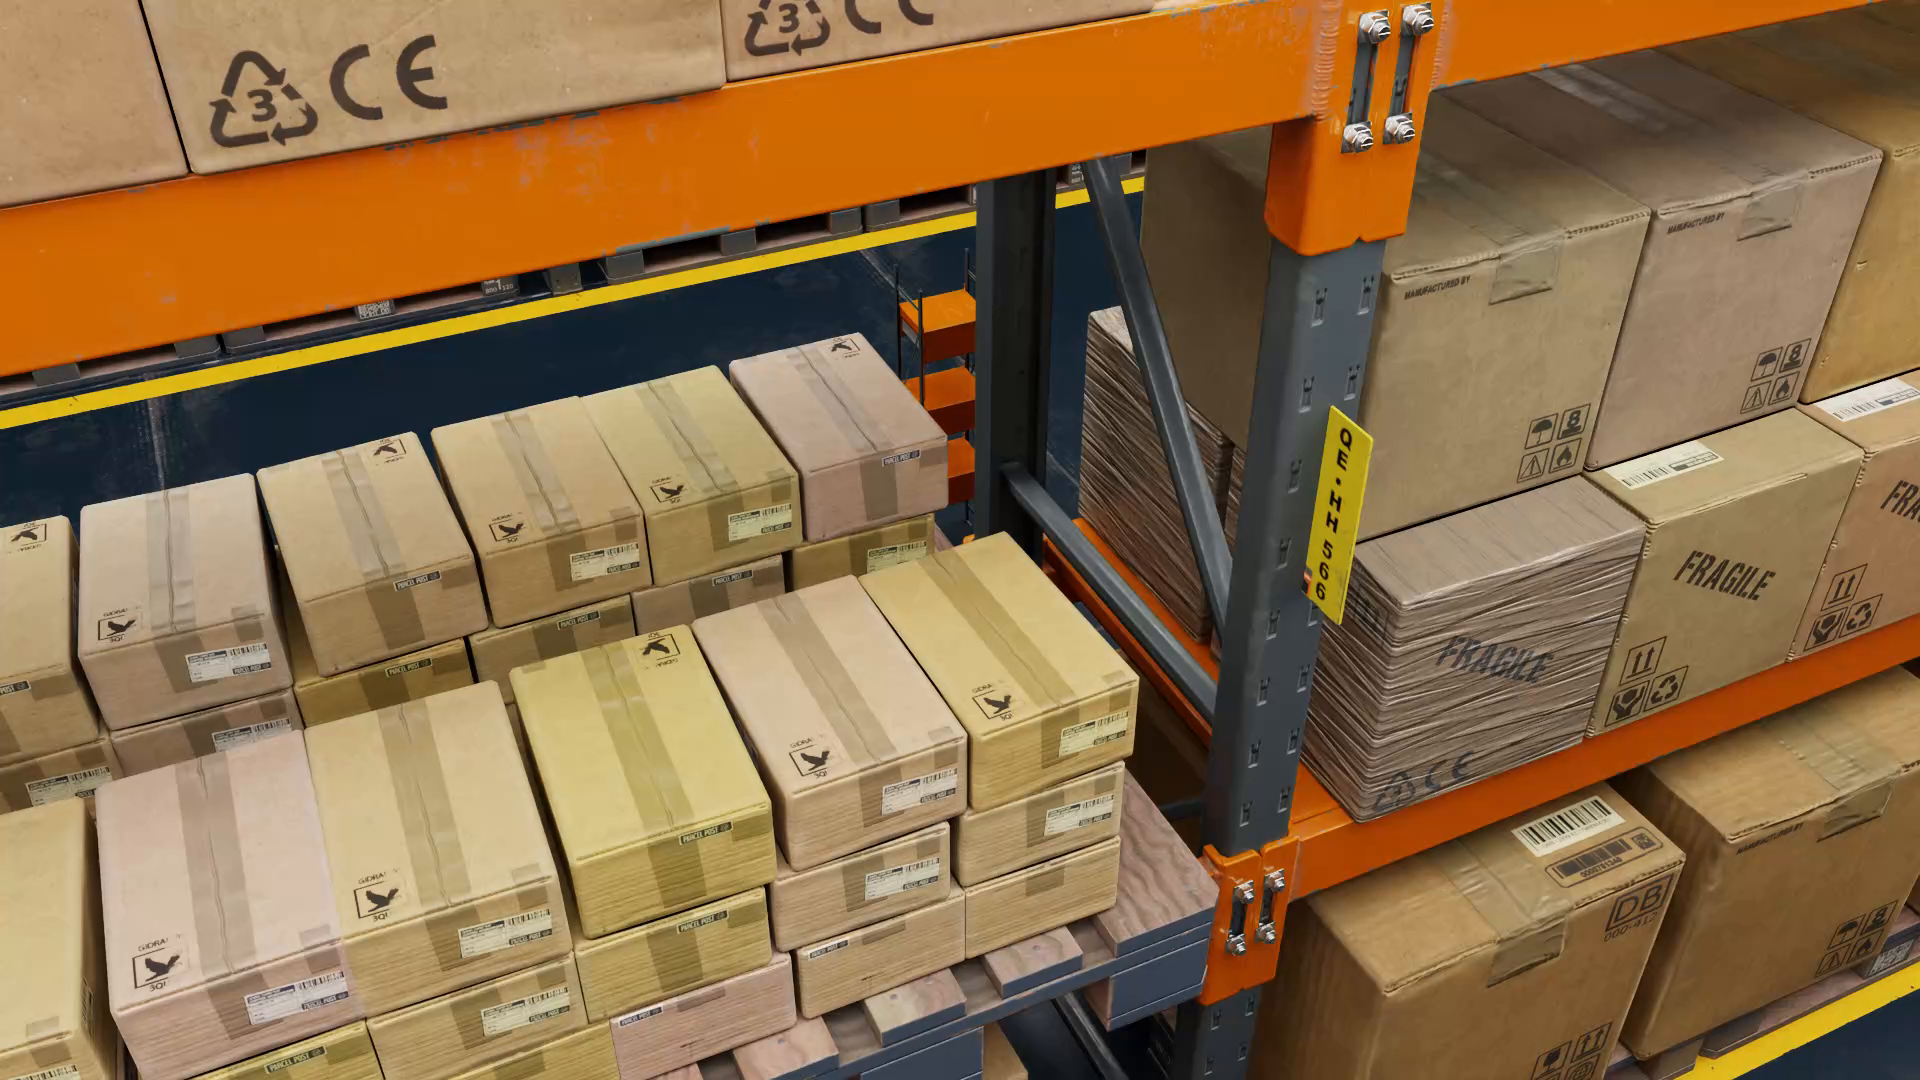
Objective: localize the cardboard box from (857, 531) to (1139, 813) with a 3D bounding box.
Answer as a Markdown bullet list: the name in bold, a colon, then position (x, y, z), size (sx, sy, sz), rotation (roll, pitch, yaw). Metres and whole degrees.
- **cardboard box**: position (0.045, 0.176, 2.354), size (0.250, 0.149, 0.380), rotation (-17, 40, -22)

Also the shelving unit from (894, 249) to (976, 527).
- **shelving unit**: position (-0.048, -0.408, 5.419), size (0.252, 1.050, 0.215), rotation (-16, 39, -20)

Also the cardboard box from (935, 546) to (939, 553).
- **cardboard box**: position (-0.197, 0.048, 3.026), size (0.250, 0.149, 0.380), rotation (-16, 40, -21)

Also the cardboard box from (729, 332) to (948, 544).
- **cardboard box**: position (-0.210, -0.182, 2.836), size (0.250, 0.149, 0.380), rotation (-16, 39, -20)

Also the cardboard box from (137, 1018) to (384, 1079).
- **cardboard box**: position (-0.890, 0.556, 2.091), size (0.250, 0.149, 0.380), rotation (-16, 39, -20)

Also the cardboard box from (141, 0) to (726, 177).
- **cardboard box**: position (-0.562, -0.719, 1.599), size (0.500, 0.500, 0.500), rotation (-16, 39, -20)

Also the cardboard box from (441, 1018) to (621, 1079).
- **cardboard box**: position (-0.642, 0.605, 2.275), size (0.250, 0.149, 0.380), rotation (-16, 40, -21)

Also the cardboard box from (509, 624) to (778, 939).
- **cardboard box**: position (-0.420, 0.304, 2.181), size (0.250, 0.149, 0.380), rotation (-14, 39, -19)

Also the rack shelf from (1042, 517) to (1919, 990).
- **rack shelf**: position (2.105, -0.106, 3.979), size (4.000, 0.370, 1.077), rotation (-16, 39, -20)

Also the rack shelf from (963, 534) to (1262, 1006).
- **rack shelf**: position (-1.516, 0.906, 2.614), size (4.000, 0.370, 1.077), rotation (-16, 39, -20)

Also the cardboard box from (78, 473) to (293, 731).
- **cardboard box**: position (-1.157, 0.082, 2.480), size (0.250, 0.149, 0.380), rotation (-14, 39, -18)

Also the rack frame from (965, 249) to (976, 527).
- **rack frame**: position (0.062, -0.439, 5.461), size (0.008, 1.050, 0.200), rotation (-16, 39, -20)

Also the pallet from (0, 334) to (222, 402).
- **pallet**: position (-3.749, -0.947, 6.850), size (1.213, 0.211, 1.003), rotation (-16, 39, -20)

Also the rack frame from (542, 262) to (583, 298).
- **rack frame**: position (-1.900, -2.533, 6.647), size (0.127, 3.000, 1.000), rotation (-16, 39, -20)

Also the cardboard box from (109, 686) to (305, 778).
- **cardboard box**: position (-1.168, 0.204, 2.566), size (0.250, 0.149, 0.380), rotation (-16, 39, -20)

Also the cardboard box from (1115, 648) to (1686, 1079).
- **cardboard box**: position (0.884, 0.740, 3.770), size (0.750, 0.750, 1.050), rotation (-16, 40, -21)

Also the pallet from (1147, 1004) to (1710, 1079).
- **pallet**: position (1.040, 1.072, 4.127), size (1.213, 0.211, 1.003), rotation (-16, 39, -20)

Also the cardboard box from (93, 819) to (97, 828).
- **cardboard box**: position (-1.396, 0.385, 2.572), size (0.250, 0.149, 0.380), rotation (-15, 39, -19)

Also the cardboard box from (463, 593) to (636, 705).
- **cardboard box**: position (-0.713, 0.077, 2.737), size (0.250, 0.149, 0.380), rotation (-17, 40, -21)

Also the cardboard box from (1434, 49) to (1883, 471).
- **cardboard box**: position (1.162, -0.568, 3.074), size (0.500, 0.500, 0.700), rotation (-16, 40, -21)

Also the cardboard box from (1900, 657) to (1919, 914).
- **cardboard box**: position (2.517, 0.281, 4.389), size (0.750, 0.750, 1.050), rotation (-16, 39, -20)

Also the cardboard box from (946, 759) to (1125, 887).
- **cardboard box**: position (0.041, 0.295, 2.444), size (0.250, 0.149, 0.380), rotation (-15, 39, -19)

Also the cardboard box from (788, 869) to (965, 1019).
- **cardboard box**: position (-0.182, 0.478, 2.446), size (0.250, 0.149, 0.380), rotation (-16, 39, -20)

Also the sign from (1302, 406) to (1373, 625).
- **sign**: position (0.533, -0.032, 2.369), size (0.005, 0.325, 0.100), rotation (-16, 39, -20)

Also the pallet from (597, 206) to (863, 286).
- **pallet**: position (-1.192, -1.610, 7.743), size (1.213, 0.211, 1.003), rotation (-16, 39, -20)

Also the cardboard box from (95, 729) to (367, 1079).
- **cardboard box**: position (-0.881, 0.432, 2.009), size (0.250, 0.149, 0.380), rotation (-16, 39, -20)

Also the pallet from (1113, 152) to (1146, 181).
- **pallet**: position (1.016, -2.227, 8.576), size (1.213, 0.211, 1.003), rotation (-16, 39, -20)

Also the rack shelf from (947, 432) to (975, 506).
- **rack shelf**: position (-0.048, -0.176, 5.591), size (0.240, 0.259, 0.215), rotation (-16, 39, -20)

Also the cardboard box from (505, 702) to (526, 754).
- **cardboard box**: position (-0.683, 0.184, 2.842), size (0.250, 0.149, 0.380), rotation (-14, 39, -18)

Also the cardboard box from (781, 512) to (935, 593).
- **cardboard box**: position (-0.228, -0.062, 2.924), size (0.250, 0.149, 0.380), rotation (-14, 39, -18)

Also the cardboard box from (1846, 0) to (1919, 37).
- **cardboard box**: position (2.088, -0.828, 3.425), size (0.500, 0.500, 0.700), rotation (-16, 39, -20)

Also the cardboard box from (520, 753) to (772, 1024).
- **cardboard box**: position (-0.437, 0.431, 2.260), size (0.250, 0.149, 0.380), rotation (-15, 39, -19)

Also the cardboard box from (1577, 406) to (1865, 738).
- **cardboard box**: position (1.274, -0.027, 3.185), size (0.500, 0.500, 0.500), rotation (-16, 39, -20)

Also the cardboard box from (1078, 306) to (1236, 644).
- **cardboard box**: position (0.588, -0.188, 3.401), size (0.500, 0.500, 0.500), rotation (-16, 39, -20)

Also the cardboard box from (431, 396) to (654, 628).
- **cardboard box**: position (-0.672, -0.054, 2.664), size (0.250, 0.149, 0.380), rotation (-16, 39, -20)
